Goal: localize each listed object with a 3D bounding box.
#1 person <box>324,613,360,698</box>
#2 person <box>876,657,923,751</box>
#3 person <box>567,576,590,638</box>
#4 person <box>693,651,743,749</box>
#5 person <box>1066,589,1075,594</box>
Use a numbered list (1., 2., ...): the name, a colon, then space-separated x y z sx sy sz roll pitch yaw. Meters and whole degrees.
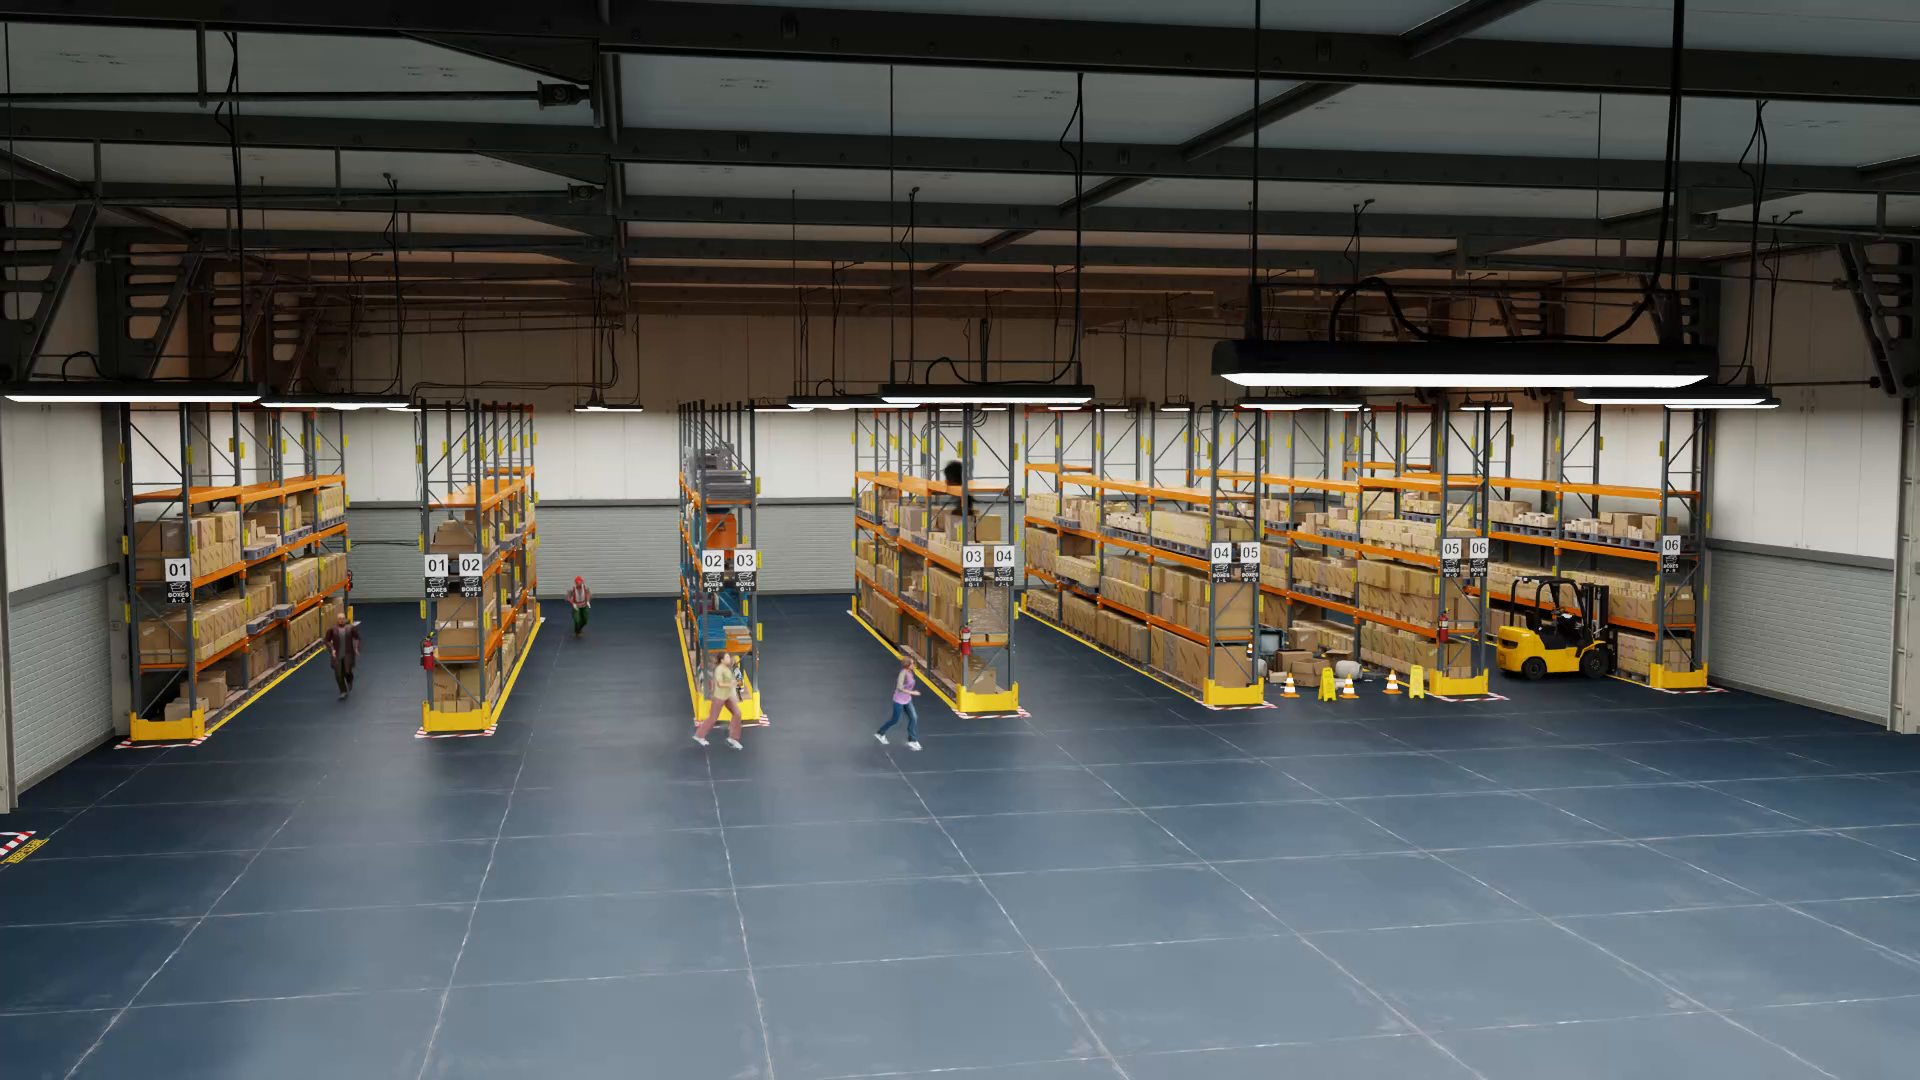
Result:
1. person: -12.475 2.332 33.588 0.687 1.723 0.682 -1 5 -17
2. person: -1.042 2.787 28.489 0.886 1.604 0.557 2 5 23
3. person: -9.767 1.703 42.534 0.634 1.612 0.907 -3 5 -31
4. person: -4.131 2.741 28.510 0.871 1.710 0.564 1 5 17
5. person: 3.143 1.183 49.695 1.066 1.640 0.698 0 4 -1
